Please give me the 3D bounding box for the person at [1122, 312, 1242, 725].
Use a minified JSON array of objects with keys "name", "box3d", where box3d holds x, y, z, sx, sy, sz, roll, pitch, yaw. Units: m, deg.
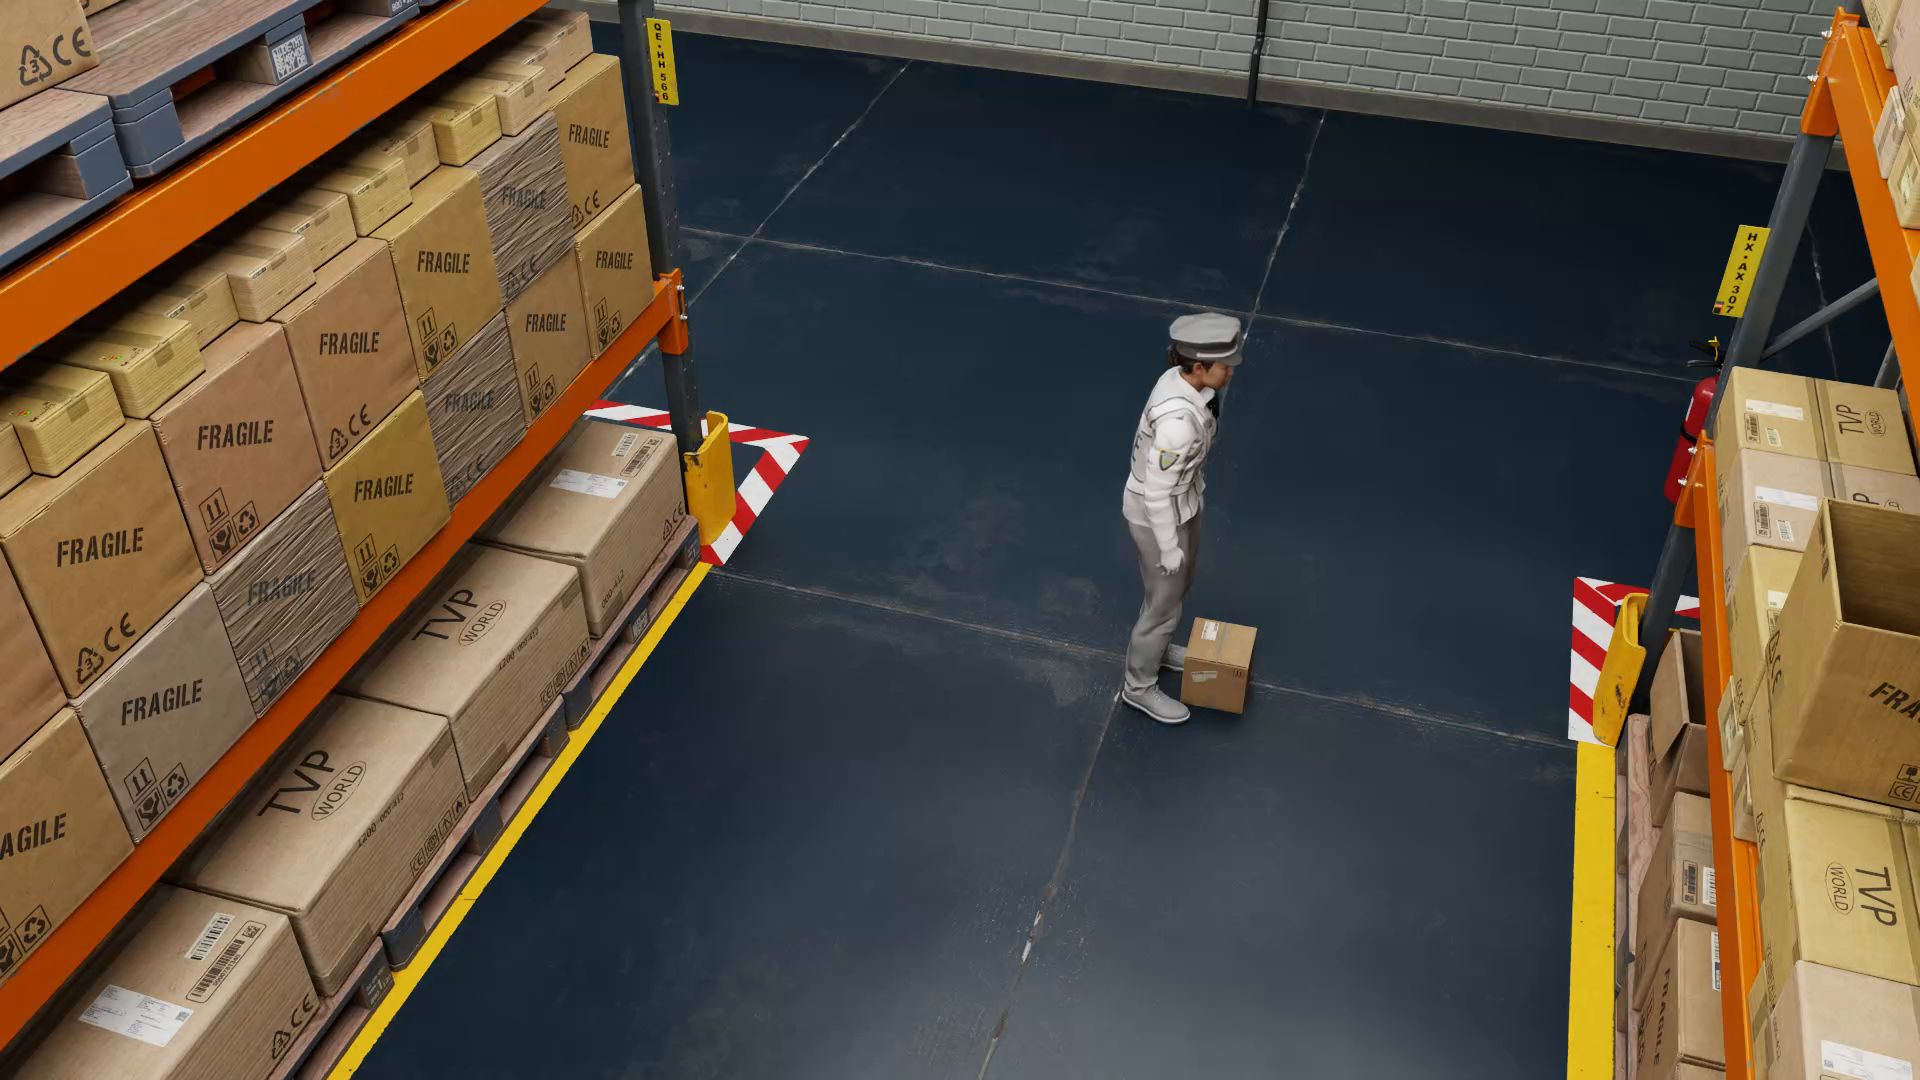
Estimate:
[{"name":"person","box3d":[0.805,-0.097,6.274,0.372,1.664,0.528,11,39,14]}]
